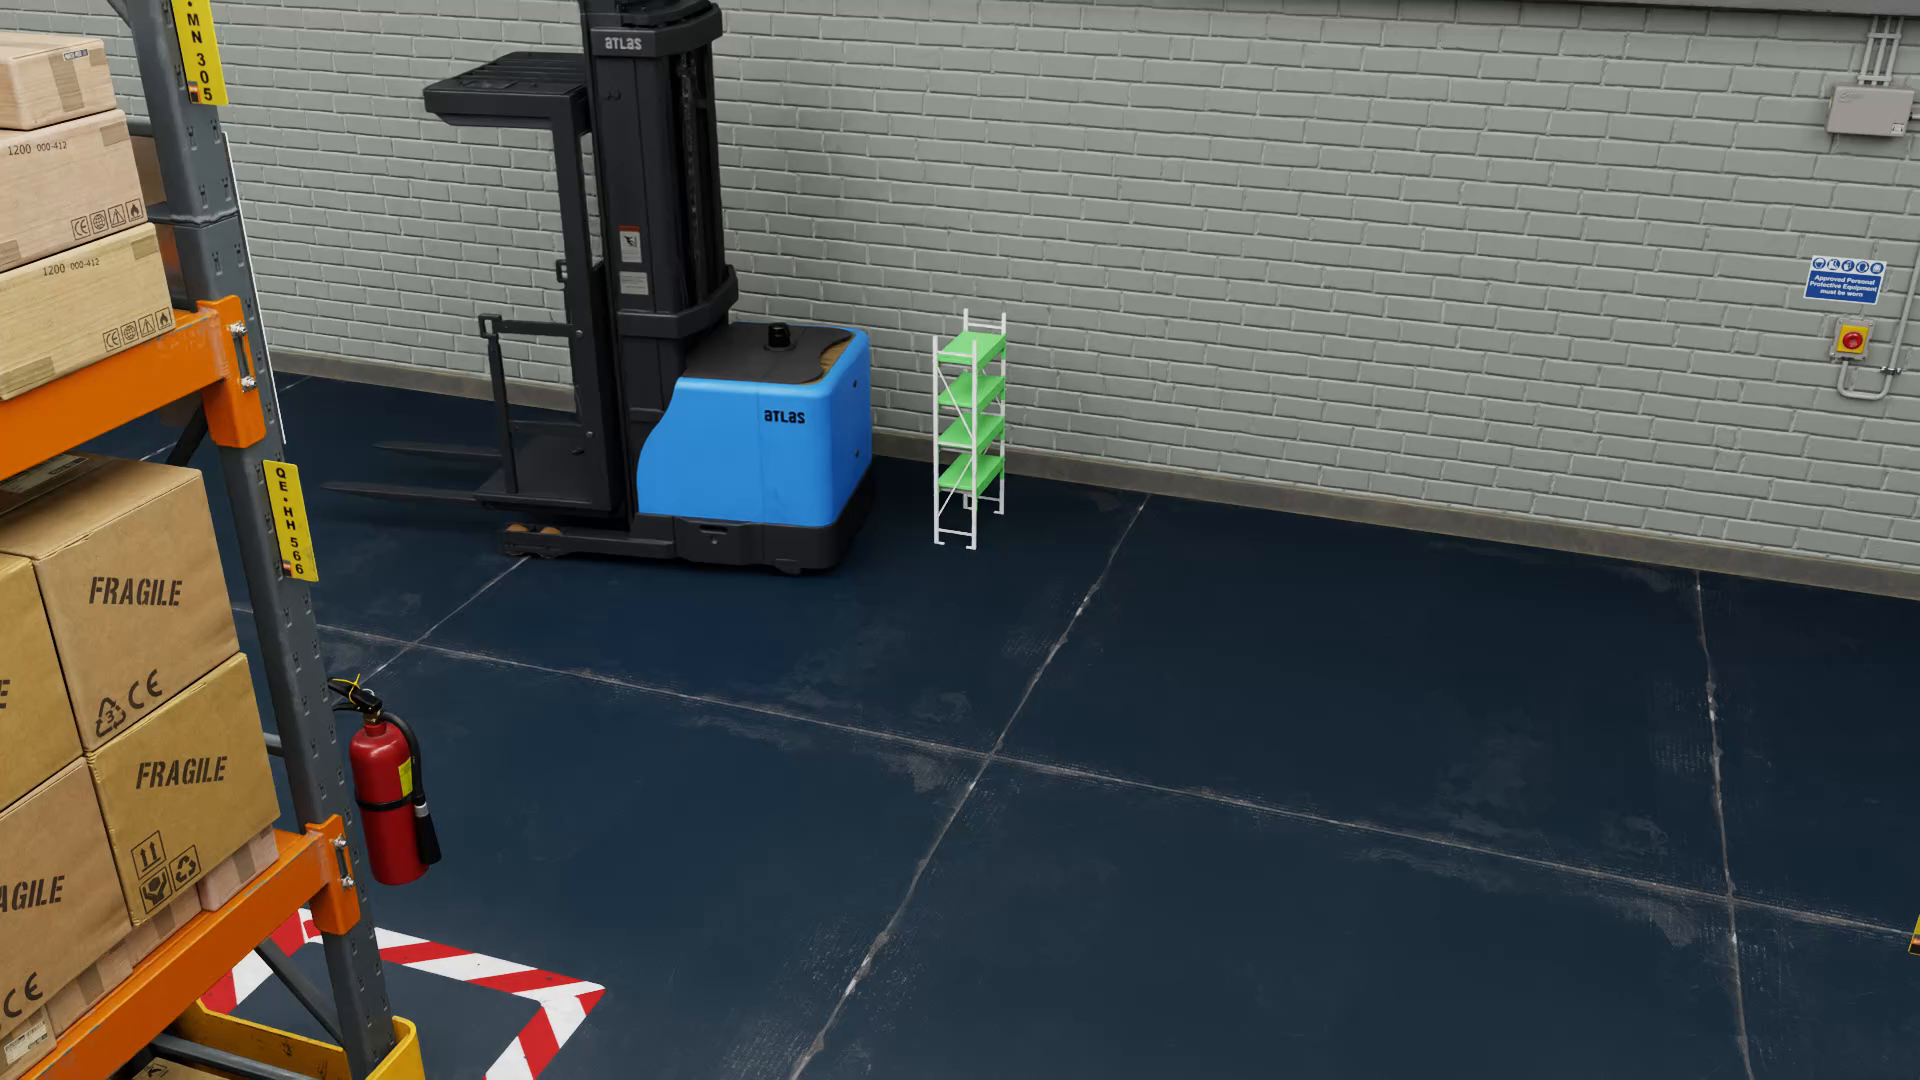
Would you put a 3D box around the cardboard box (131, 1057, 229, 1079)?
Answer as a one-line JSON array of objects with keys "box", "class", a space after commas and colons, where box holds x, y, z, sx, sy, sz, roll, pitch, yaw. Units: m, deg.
[{"box": [-2.148, 1.609, 4.591, 0.380, 0.149, 0.250, 9, 27, 18], "class": "cardboard box"}]

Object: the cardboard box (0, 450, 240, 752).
[{"box": [-2.129, 0.124, 3.949, 0.500, 0.500, 0.500, 8, 27, 16], "class": "cardboard box"}]

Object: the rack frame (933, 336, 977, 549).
[{"box": [-0.026, -0.508, 8.922, 0.240, 1.200, 0.015, 9, 27, 17], "class": "rack frame"}]

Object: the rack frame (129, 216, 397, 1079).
[{"box": [-2.211, 0.529, 4.716, 1.000, 3.000, 0.127, 9, 27, 17], "class": "rack frame"}]

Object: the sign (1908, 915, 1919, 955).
[{"box": [1.969, 0.697, 3.285, 0.100, 0.325, 0.005, 9, 27, 17], "class": "sign"}]

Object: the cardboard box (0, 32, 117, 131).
[{"box": [-2.045, -0.979, 3.529, 0.380, 0.149, 0.250, 9, 27, 17], "class": "cardboard box"}]

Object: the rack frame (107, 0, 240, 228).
[{"box": [-2.211, -2.172, 3.409, 1.000, 3.000, 0.127, 9, 27, 17], "class": "rack frame"}]

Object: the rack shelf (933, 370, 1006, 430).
[{"box": [0.055, -0.767, 9.052, 0.258, 0.148, 0.480, 9, 27, 17], "class": "rack shelf"}]

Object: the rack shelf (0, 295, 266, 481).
[{"box": [-2.877, 0.324, 2.522, 1.077, 0.370, 4.000, 9, 27, 17], "class": "rack shelf"}]

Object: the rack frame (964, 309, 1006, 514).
[{"box": [0.136, -0.708, 9.336, 0.240, 1.200, 0.015, 9, 27, 17], "class": "rack frame"}]

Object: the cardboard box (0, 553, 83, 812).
[{"box": [-2.297, 0.332, 3.519, 0.500, 0.500, 0.500, 8, 27, 16], "class": "cardboard box"}]

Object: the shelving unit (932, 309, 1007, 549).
[{"box": [0.055, -0.608, 9.129, 0.258, 1.200, 0.503, 9, 27, 17], "class": "shelving unit"}]

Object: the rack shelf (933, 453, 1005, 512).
[{"box": [0.055, -0.335, 9.261, 0.258, 0.148, 0.480, 9, 27, 17], "class": "rack shelf"}]

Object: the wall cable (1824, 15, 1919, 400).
[{"box": [4.345, -1.587, 7.884, 0.585, 1.953, 0.123, 9, 27, 17], "class": "wall cable"}]

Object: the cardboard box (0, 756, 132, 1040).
[{"box": [-2.294, 0.783, 3.736, 0.500, 0.500, 0.500, 8, 27, 17], "class": "cardboard box"}]

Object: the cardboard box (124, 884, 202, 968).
[{"box": [-2.171, 0.913, 4.210, 0.380, 0.149, 0.250, 9, 27, 17], "class": "cardboard box"}]

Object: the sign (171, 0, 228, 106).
[{"box": [-1.694, -1.131, 3.686, 0.100, 0.325, 0.005, 9, 27, 17], "class": "sign"}]

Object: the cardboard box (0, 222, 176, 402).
[{"box": [-2.113, -0.529, 3.630, 0.500, 0.250, 0.500, 8, 27, 16], "class": "cardboard box"}]

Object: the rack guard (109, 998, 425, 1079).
[{"box": [-2.236, 1.685, 5.196, 1.175, 0.500, 0.348, 9, 27, 17], "class": "rack guard"}]

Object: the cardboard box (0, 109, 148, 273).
[{"box": [-2.124, -0.753, 3.519, 0.500, 0.250, 0.500, 8, 27, 16], "class": "cardboard box"}]

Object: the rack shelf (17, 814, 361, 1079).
[{"box": [-2.877, 1.674, 3.175, 1.077, 0.370, 4.000, 9, 27, 17], "class": "rack shelf"}]

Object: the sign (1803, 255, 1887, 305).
[{"box": [4.320, -1.269, 8.120, 0.327, 0.218, 0.001, 9, 27, 17], "class": "sign"}]

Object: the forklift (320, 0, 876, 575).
[{"box": [-2.055, -1.439, 8.858, 3.031, 2.935, 1.130, 5, 26, 10], "class": "forklift"}]

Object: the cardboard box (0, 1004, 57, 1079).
[{"box": [-2.303, 1.127, 3.769, 0.380, 0.149, 0.250, 9, 27, 19], "class": "cardboard box"}]

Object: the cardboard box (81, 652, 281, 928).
[{"box": [-2.118, 0.572, 4.171, 0.500, 0.500, 0.500, 9, 27, 18], "class": "cardboard box"}]

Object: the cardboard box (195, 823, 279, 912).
[{"box": [-2.053, 0.817, 4.410, 0.380, 0.149, 0.250, 9, 27, 18], "class": "cardboard box"}]

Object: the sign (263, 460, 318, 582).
[{"box": [-1.694, -0.046, 4.212, 0.100, 0.325, 0.005, 9, 27, 17], "class": "sign"}]

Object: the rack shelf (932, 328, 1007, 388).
[{"box": [0.055, -0.983, 8.948, 0.258, 0.148, 0.480, 9, 27, 17], "class": "rack shelf"}]

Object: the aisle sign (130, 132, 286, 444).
[{"box": [-1.904, -0.628, 4.122, 0.394, 0.787, 0.004, 9, 27, 17], "class": "aisle sign"}]

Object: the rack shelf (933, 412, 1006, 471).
[{"box": [0.055, -0.551, 9.157, 0.258, 0.148, 0.480, 9, 27, 17], "class": "rack shelf"}]

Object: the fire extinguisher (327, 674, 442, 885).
[{"box": [-1.692, 0.695, 4.890, 0.296, 0.674, 0.183, 9, 27, 17], "class": "fire extinguisher"}]

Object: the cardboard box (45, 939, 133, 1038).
[{"box": [-2.240, 1.019, 3.992, 0.380, 0.149, 0.250, 8, 27, 17], "class": "cardboard box"}]
